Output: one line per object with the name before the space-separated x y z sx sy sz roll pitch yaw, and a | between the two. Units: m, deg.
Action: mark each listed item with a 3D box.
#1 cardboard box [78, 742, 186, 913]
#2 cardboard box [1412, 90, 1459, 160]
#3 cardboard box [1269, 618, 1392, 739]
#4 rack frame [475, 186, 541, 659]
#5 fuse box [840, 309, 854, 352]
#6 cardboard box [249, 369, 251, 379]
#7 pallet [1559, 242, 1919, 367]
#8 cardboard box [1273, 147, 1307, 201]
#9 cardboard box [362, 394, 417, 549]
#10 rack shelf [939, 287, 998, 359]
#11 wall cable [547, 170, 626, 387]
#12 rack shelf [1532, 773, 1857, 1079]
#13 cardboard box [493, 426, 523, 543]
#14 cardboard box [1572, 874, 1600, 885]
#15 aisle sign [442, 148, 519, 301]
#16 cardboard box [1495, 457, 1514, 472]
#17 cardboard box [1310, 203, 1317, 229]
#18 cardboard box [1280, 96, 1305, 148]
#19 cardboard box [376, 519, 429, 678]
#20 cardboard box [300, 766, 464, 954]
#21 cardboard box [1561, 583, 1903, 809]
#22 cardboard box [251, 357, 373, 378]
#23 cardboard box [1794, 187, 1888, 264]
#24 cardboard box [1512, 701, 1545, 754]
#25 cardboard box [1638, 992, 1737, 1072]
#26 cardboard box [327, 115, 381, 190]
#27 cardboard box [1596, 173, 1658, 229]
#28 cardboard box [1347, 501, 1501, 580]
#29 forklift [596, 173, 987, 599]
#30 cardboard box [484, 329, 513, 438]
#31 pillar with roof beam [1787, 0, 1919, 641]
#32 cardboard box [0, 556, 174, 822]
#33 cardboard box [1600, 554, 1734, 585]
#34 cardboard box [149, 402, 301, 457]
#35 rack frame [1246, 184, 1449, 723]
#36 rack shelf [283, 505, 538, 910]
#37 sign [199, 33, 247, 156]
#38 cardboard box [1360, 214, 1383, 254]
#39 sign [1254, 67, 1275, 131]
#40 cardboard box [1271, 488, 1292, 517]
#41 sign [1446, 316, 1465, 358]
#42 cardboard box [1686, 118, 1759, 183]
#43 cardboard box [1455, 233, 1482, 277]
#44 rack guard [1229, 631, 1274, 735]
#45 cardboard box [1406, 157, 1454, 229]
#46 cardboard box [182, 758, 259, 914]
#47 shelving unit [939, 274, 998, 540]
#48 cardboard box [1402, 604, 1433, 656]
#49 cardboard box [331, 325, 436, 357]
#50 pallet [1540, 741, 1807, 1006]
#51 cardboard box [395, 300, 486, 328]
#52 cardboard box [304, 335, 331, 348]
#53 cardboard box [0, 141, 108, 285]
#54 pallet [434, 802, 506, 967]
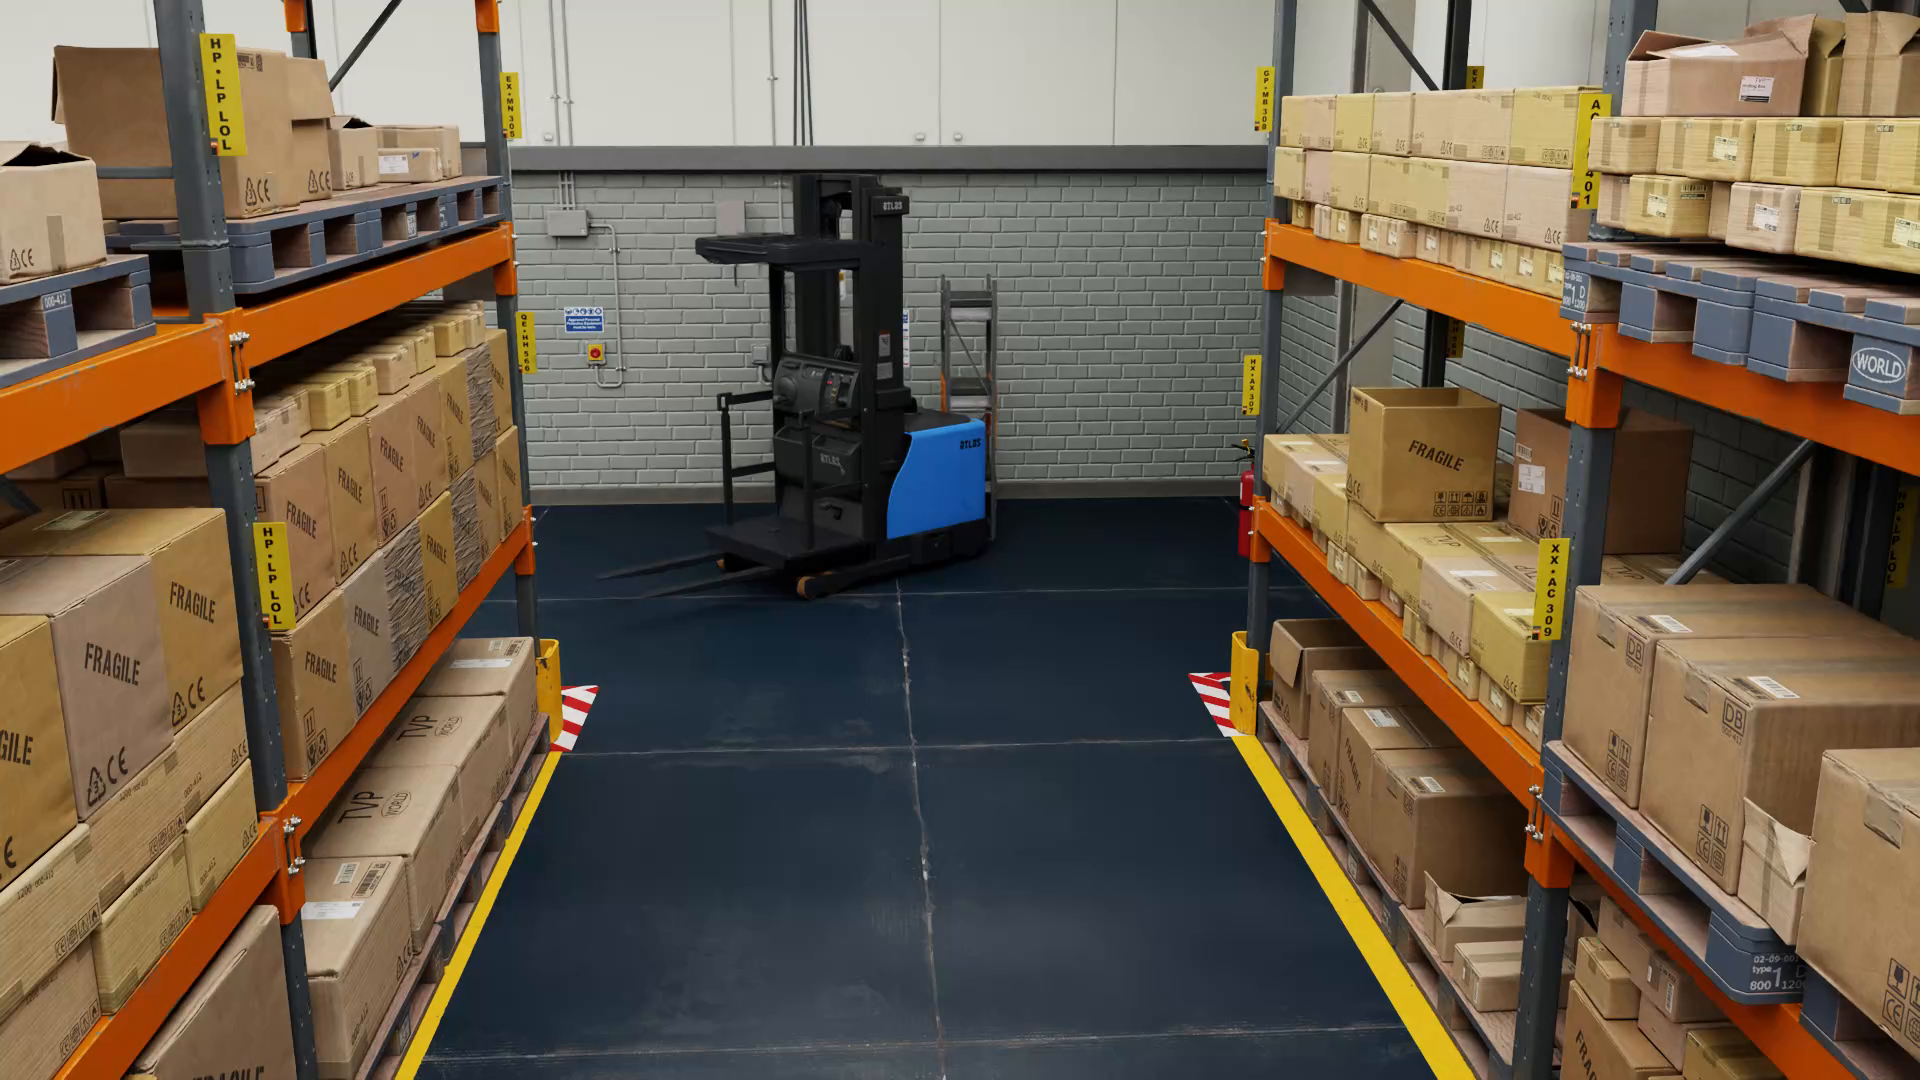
cardboard box | -2.266 0.701 4.078 0.500 0.250 0.500 -1 14 -2
cardboard box | 2.045 -1.577 6.317 0.500 0.250 0.500 -1 14 -2
cardboard box | 2.075 0.728 8.846 0.797 0.503 0.637 -1 15 -6
rack frame | -2.822 -0.354 8.883 1.000 3.000 0.127 -1 14 -3
fuse box | -1.089 -1.128 14.477 0.539 1.711 0.414 -1 14 -3
cardboard box | -2.927 -0.597 6.317 0.380 0.149 0.250 -1 14 -5
pallet | 2.350 -0.635 4.333 1.213 0.211 1.003 -1 14 -3
cardboard box | 1.887 -1.841 8.347 0.500 0.250 0.500 -1 14 -4
cardboard box | -2.407 -0.267 6.339 0.500 0.500 0.500 -1 14 -2
rack shelf | 0.067 -1.742 13.329 0.431 0.518 0.480 -1 14 -4
wall cable | -3.194 -2.263 14.201 0.585 1.953 0.123 -1 14 -3
rack shelf | 2.504 1.409 3.474 1.077 0.370 4.000 -1 14 -3
cardboard box | -2.528 -0.287 8.420 0.500 0.500 0.500 -1 14 -3
cardboard box | 2.548 1.465 6.693 0.380 0.149 0.250 -1 14 -4
aisle sign | -2.517 -1.636 8.647 0.394 0.787 0.004 -1 14 -3
cardboard box | 2.456 -0.264 8.239 0.500 0.250 0.500 -1 14 -3
cardboard box | 1.962 -1.615 8.268 0.380 0.149 0.250 -1 14 -2
cardboard box | 1.909 -2.084 8.286 0.500 0.250 0.500 -1 14 -4
cardboard box | -2.393 0.223 6.441 0.500 0.500 0.500 -1 14 -3
cardboard box | -2.562 1.298 6.762 0.875 0.438 0.875 -1 14 -5
cardboard box | 2.187 0.435 4.772 0.700 0.500 0.500 -1 14 -2
cardboard box | -2.464 -0.605 6.351 0.380 0.149 0.250 -1 14 -4
cardboard box | 2.067 -0.685 3.611 0.380 0.149 0.250 -1 14 -4
cardboard box | 2.108 0.609 5.642 0.380 0.149 0.250 -1 14 -3
cardboard box | 2.231 1.417 4.870 0.380 0.149 0.250 -1 14 -5
cardboard box | -2.779 -1.642 7.005 0.500 0.311 0.500 -1 14 -2
cardboard box | 2.002 -0.939 4.598 0.380 0.149 0.250 -1 14 -3
cardboard box | 2.010 -0.008 7.241 0.500 0.250 0.500 -1 14 -5
forklift | -1.210 -1.141 12.079 3.031 2.935 1.130 -13 19 -41
cardboard box | -2.554 -0.770 8.294 0.500 0.500 0.500 0 14 -2
pillar with roof beam | -1.060 -2.463 5.039 9.100 9.000 0.400 -1 14 -3
cardboard box | -2.256 0.344 3.963 0.500 0.500 0.500 -1 14 -2
cardboard box | 2.581 0.240 6.279 0.500 0.250 0.500 -1 14 -4
cardboard box | -2.366 -0.352 5.366 0.380 0.149 0.250 -1 14 -3
rack frame | 2.132 -0.432 9.184 1.000 3.000 0.127 -1 14 -3
rack shelf | -2.698 0.492 7.039 1.077 0.370 4.000 -1 14 -3
sign | -2.033 -1.226 4.581 0.100 0.325 0.005 -1 14 -3
cardboard box | 1.918 -1.297 7.032 0.380 0.149 0.250 -1 14 -3
sign | 1.591 -2.299 8.669 0.100 0.325 0.005 -1 14 -3
cardboard box | 1.879 -0.224 8.881 0.380 0.149 0.250 -1 14 -4
sign | 2.687 -1.149 9.014 0.100 0.325 0.005 -1 14 -3
cardboard box | 2.022 -0.954 4.057 0.380 0.149 0.250 -1 14 -4
cardboard box | 2.032 -1.042 6.040 0.380 0.149 0.250 -1 14 -4
rack guard | 2.137 0.798 9.422 1.175 0.500 0.348 -1 14 -3
cardboard box | 2.037 -1.334 6.375 0.500 0.250 0.500 -1 14 -2
cardboard box | -2.295 0.821 4.617 0.500 0.250 0.500 -1 14 -5
shelving unit | 0.067 -1.078 13.500 0.431 2.100 0.503 -1 14 -4
cardboard box | 1.997 0.352 6.643 0.380 0.149 0.250 -1 14 -4
cardboard box | -2.540 -0.860 7.339 0.380 0.149 0.250 -1 14 -4
pallet | 2.321 0.857 4.563 1.003 0.211 1.213 -1 14 -3
cardboard box | -2.600 -1.115 8.330 0.380 0.149 0.250 -1 14 -3
cardboard box | -2.984 -0.848 7.294 0.380 0.149 0.250 -1 14 -3
cardboard box | -2.310 -0.756 3.762 0.500 0.311 0.500 -1 14 -3
pallet | -2.622 1.497 7.286 1.003 0.211 1.213 -1 14 -3
